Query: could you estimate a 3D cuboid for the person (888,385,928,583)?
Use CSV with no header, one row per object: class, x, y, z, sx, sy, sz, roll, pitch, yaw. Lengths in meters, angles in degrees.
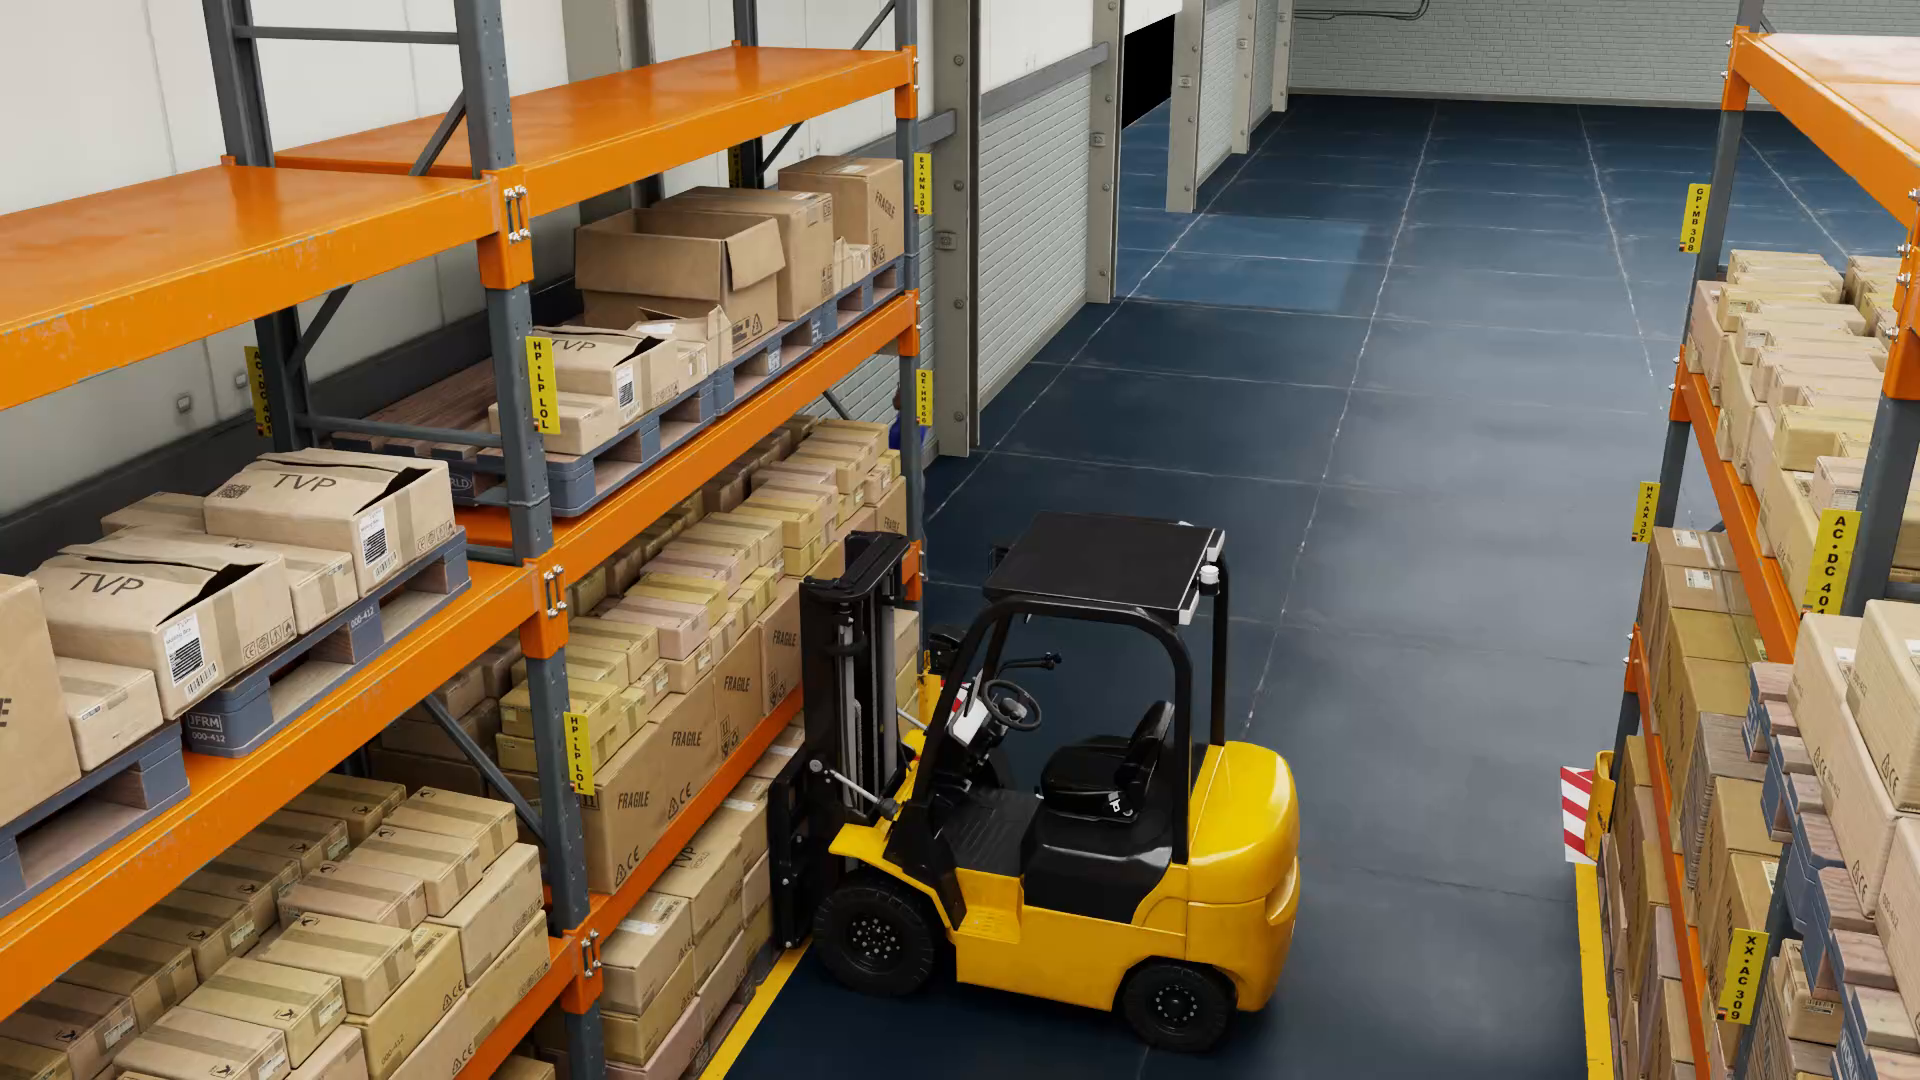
person,-0.426,-0.393,12.065,0.394,1.656,0.543,1,22,2
